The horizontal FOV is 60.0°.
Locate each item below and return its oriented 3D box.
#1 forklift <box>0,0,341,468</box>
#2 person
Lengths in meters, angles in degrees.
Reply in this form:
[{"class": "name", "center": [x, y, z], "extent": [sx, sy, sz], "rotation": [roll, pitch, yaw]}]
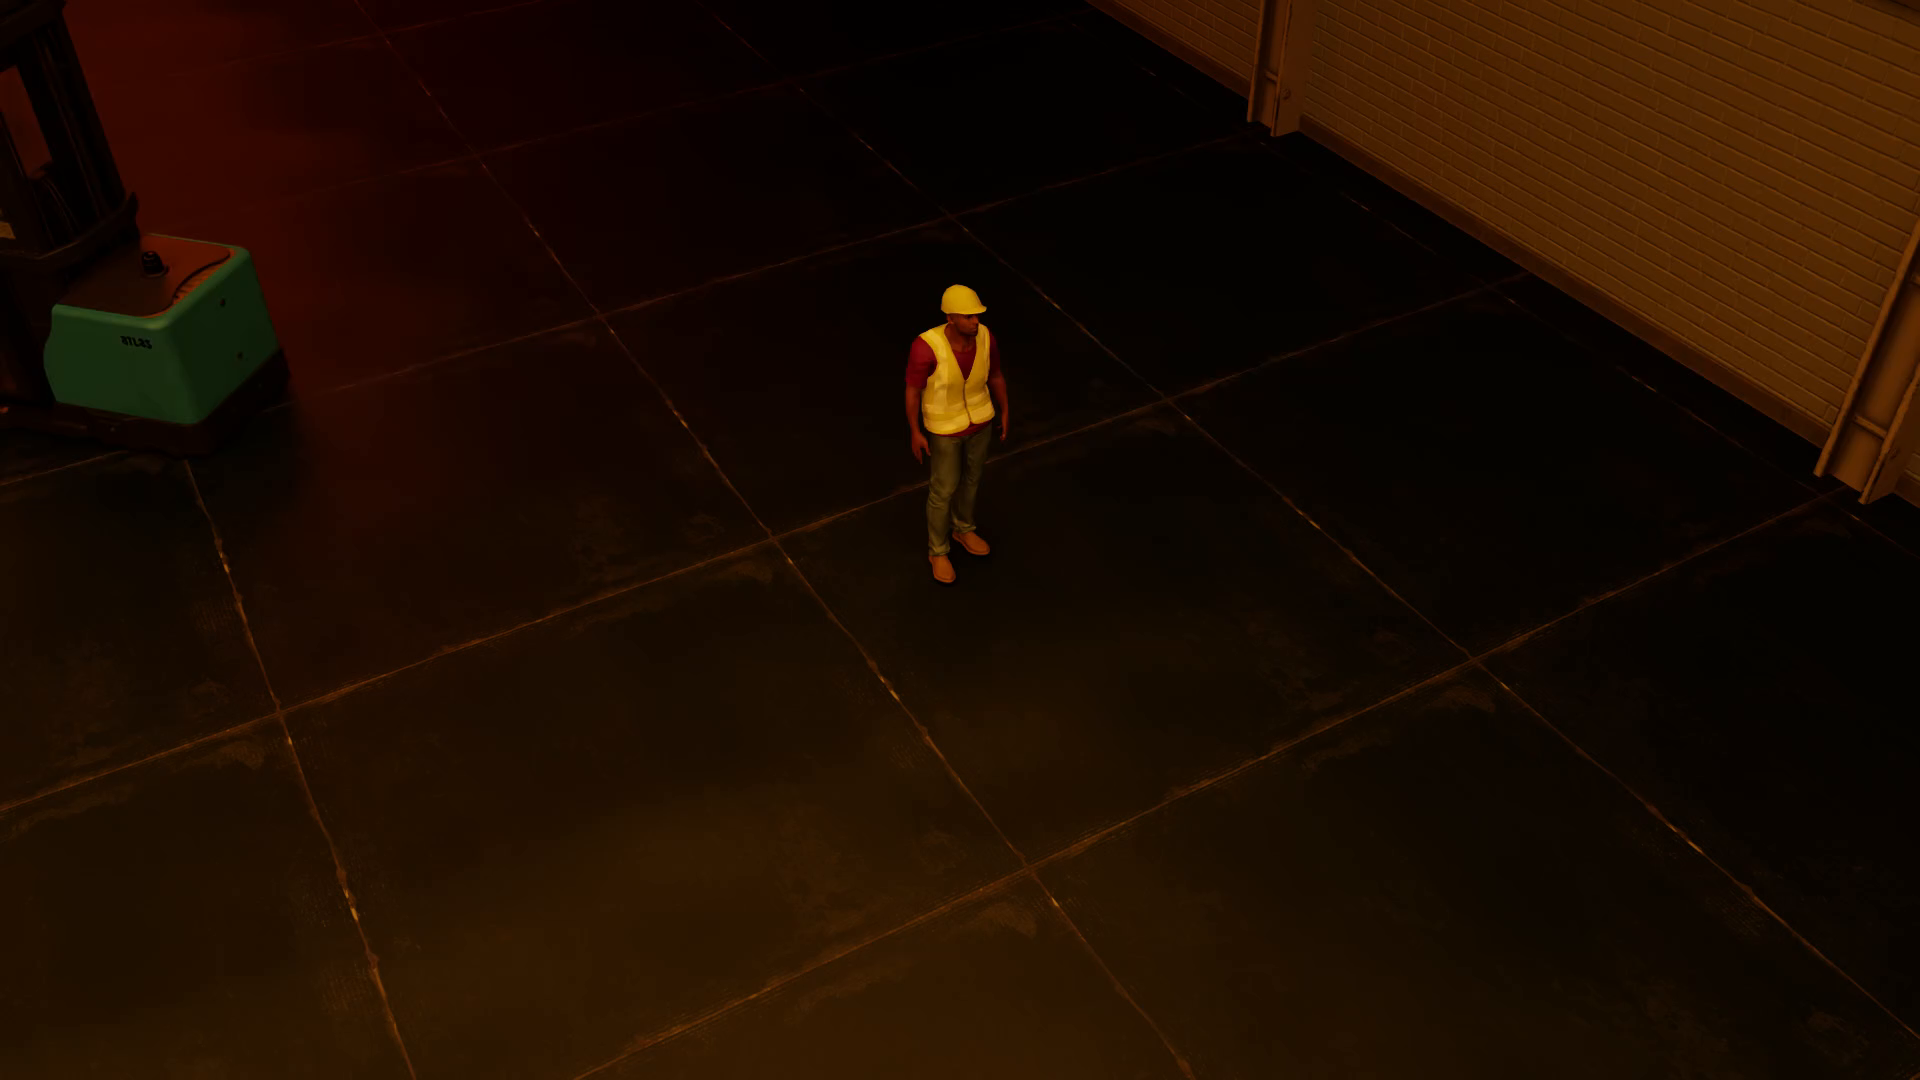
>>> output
[{"class": "forklift", "center": [-5.859, -2.121, 10.593], "extent": [3.031, 2.935, 1.130], "rotation": [10, 41, 12]}, {"class": "person", "center": [0.029, -0.645, 9.715], "extent": [0.665, 1.766, 0.576], "rotation": [-20, 44, -23]}]
